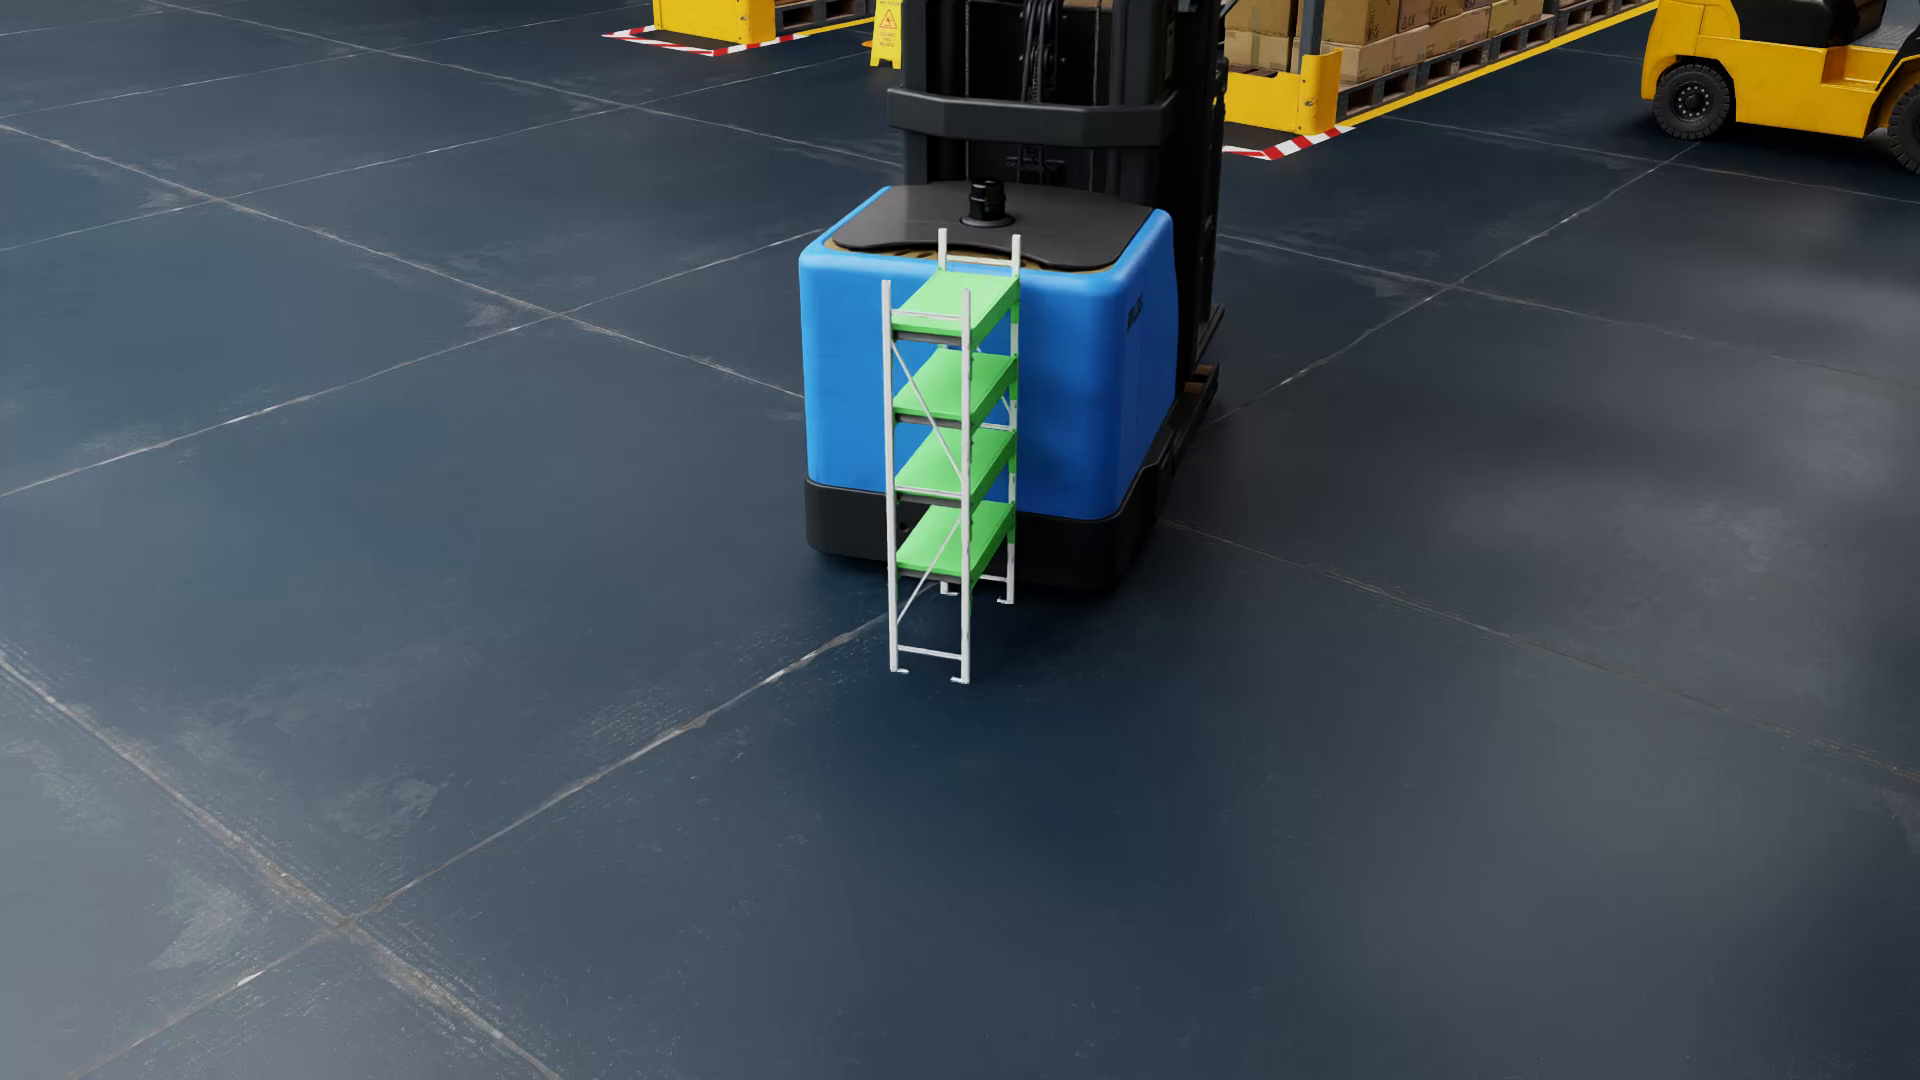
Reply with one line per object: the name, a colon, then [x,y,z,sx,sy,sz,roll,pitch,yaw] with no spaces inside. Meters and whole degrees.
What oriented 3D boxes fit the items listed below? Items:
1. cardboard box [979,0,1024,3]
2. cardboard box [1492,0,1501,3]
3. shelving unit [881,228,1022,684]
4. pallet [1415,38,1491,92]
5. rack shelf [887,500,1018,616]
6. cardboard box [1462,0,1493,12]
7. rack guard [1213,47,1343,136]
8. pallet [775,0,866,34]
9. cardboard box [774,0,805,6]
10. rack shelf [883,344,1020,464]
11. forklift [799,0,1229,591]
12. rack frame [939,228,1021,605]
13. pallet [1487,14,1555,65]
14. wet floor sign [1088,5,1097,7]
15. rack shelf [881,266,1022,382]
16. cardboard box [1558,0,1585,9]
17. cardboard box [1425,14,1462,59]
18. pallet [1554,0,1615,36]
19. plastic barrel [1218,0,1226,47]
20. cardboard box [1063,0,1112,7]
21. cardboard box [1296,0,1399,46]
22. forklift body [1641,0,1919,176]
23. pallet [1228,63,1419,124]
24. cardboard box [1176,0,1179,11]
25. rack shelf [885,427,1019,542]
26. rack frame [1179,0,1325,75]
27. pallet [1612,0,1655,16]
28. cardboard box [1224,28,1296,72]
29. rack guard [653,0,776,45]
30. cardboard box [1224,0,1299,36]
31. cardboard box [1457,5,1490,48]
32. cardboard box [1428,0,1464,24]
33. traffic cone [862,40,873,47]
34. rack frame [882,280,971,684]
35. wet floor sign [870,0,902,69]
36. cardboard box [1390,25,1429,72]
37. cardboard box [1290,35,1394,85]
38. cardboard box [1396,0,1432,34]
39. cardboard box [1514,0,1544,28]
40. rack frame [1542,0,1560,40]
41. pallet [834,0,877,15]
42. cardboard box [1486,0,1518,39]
cardboard box: [0.333,-4.991,14.756,0.500,0.500,0.500,-21,34,-35]
cardboard box: [3.921,-4.368,12.555,0.500,0.500,0.500,21,34,35]
shelving unit: [-0.016,-0.239,4.812,0.258,1.200,0.503,8,28,15]
pallet: [3.237,-3.618,12.420,1.003,0.211,1.213,21,34,34]
rack shelf: [-0.016,0.031,4.951,0.258,0.148,0.480,8,28,15]
cardboard box: [3.597,-4.187,12.205,0.500,0.500,0.500,23,35,37]
rack guard: [1.916,-3.038,10.984,1.175,0.500,0.348,21,34,34]
pallet: [-1.568,-4.600,14.318,1.003,0.211,1.213,21,34,34]
cardboard box: [-1.636,-5.034,13.979,0.875,0.875,0.875,21,34,35]
rack shelf: [-0.016,-0.395,4.731,0.258,0.148,0.480,8,28,15]
forklift: [0.414,-1.802,5.950,1.130,2.935,3.031,8,28,15]
rack frame: [0.055,-0.346,5.019,0.240,1.200,0.015,8,28,15]
pallet: [4.012,-4.052,13.259,1.003,0.211,1.213,21,34,34]
wet floor sign: [0.921,-3.321,11.373,0.232,0.644,0.267,-15,31,-27]
rack shelf: [-0.016,-0.608,4.620,0.258,0.148,0.480,8,28,15]
cardboard box: [4.744,-4.745,13.967,0.950,0.372,0.625,21,34,35]
cardboard box: [3.262,-3.667,12.016,0.500,0.250,0.500,24,35,38]
pallet: [4.906,-4.577,14.274,1.003,0.211,1.213,21,34,34]
plastic barrel: [2.014,-4.151,13.220,0.421,0.421,0.512,-5,28,-9]
cardboard box: [1.032,-4.375,13.565,0.797,0.503,0.637,0,27,0]
cardboard box: [2.609,-3.633,11.134,0.500,0.500,0.500,19,33,33]
forklift body: [5.499,-3.500,10.081,2.313,2.155,1.214,21,34,34]
pallet: [2.460,-3.187,11.587,1.003,0.211,1.213,21,34,34]
cardboard box: [1.620,-4.769,14.180,0.797,0.637,0.503,21,34,34]
rack shelf: [-0.016,-0.182,4.841,0.258,0.148,0.480,8,28,15]
rack frame: [1.868,-4.121,10.358,1.000,3.000,0.127,21,34,34]
pallet: [5.682,-5.012,15.114,1.003,0.211,1.213,21,34,34]
cardboard box: [2.190,-3.460,11.615,0.500,0.250,0.500,21,34,34]
rack guard: [-2.031,-4.413,13.643,1.175,0.500,0.348,21,34,34]
cardboard box: [2.176,-3.780,11.417,0.500,0.500,0.500,21,34,35]
cardboard box: [3.586,-3.846,12.361,0.500,0.250,0.500,21,34,35]
cardboard box: [3.264,-3.995,11.834,0.500,0.500,0.500,22,34,35]
traffic cone: [-0.582,-4.178,13.229,0.336,0.463,0.334,21,34,34]
rack frame: [-0.088,-0.131,4.604,0.240,1.200,0.015,8,28,15]
wet floor sign: [-0.507,-3.897,12.487,0.267,0.644,0.232,15,31,26]
cardboard box: [2.925,-3.470,11.635,0.500,0.250,0.500,22,35,36]
cardboard box: [2.594,-3.291,11.289,0.500,0.250,0.500,20,34,34]
cardboard box: [2.938,-3.820,11.495,0.500,0.500,0.500,19,33,33]
cardboard box: [4.244,-4.216,13.077,0.500,0.250,0.500,23,35,37]
rack frame: [4.412,-5.539,13.099,1.000,3.000,0.127,21,34,34]
pallet: [-0.791,-5.030,15.150,1.003,0.211,1.213,21,34,34]
cardboard box: [3.913,-4.025,12.707,0.500,0.250,0.500,20,33,33]
